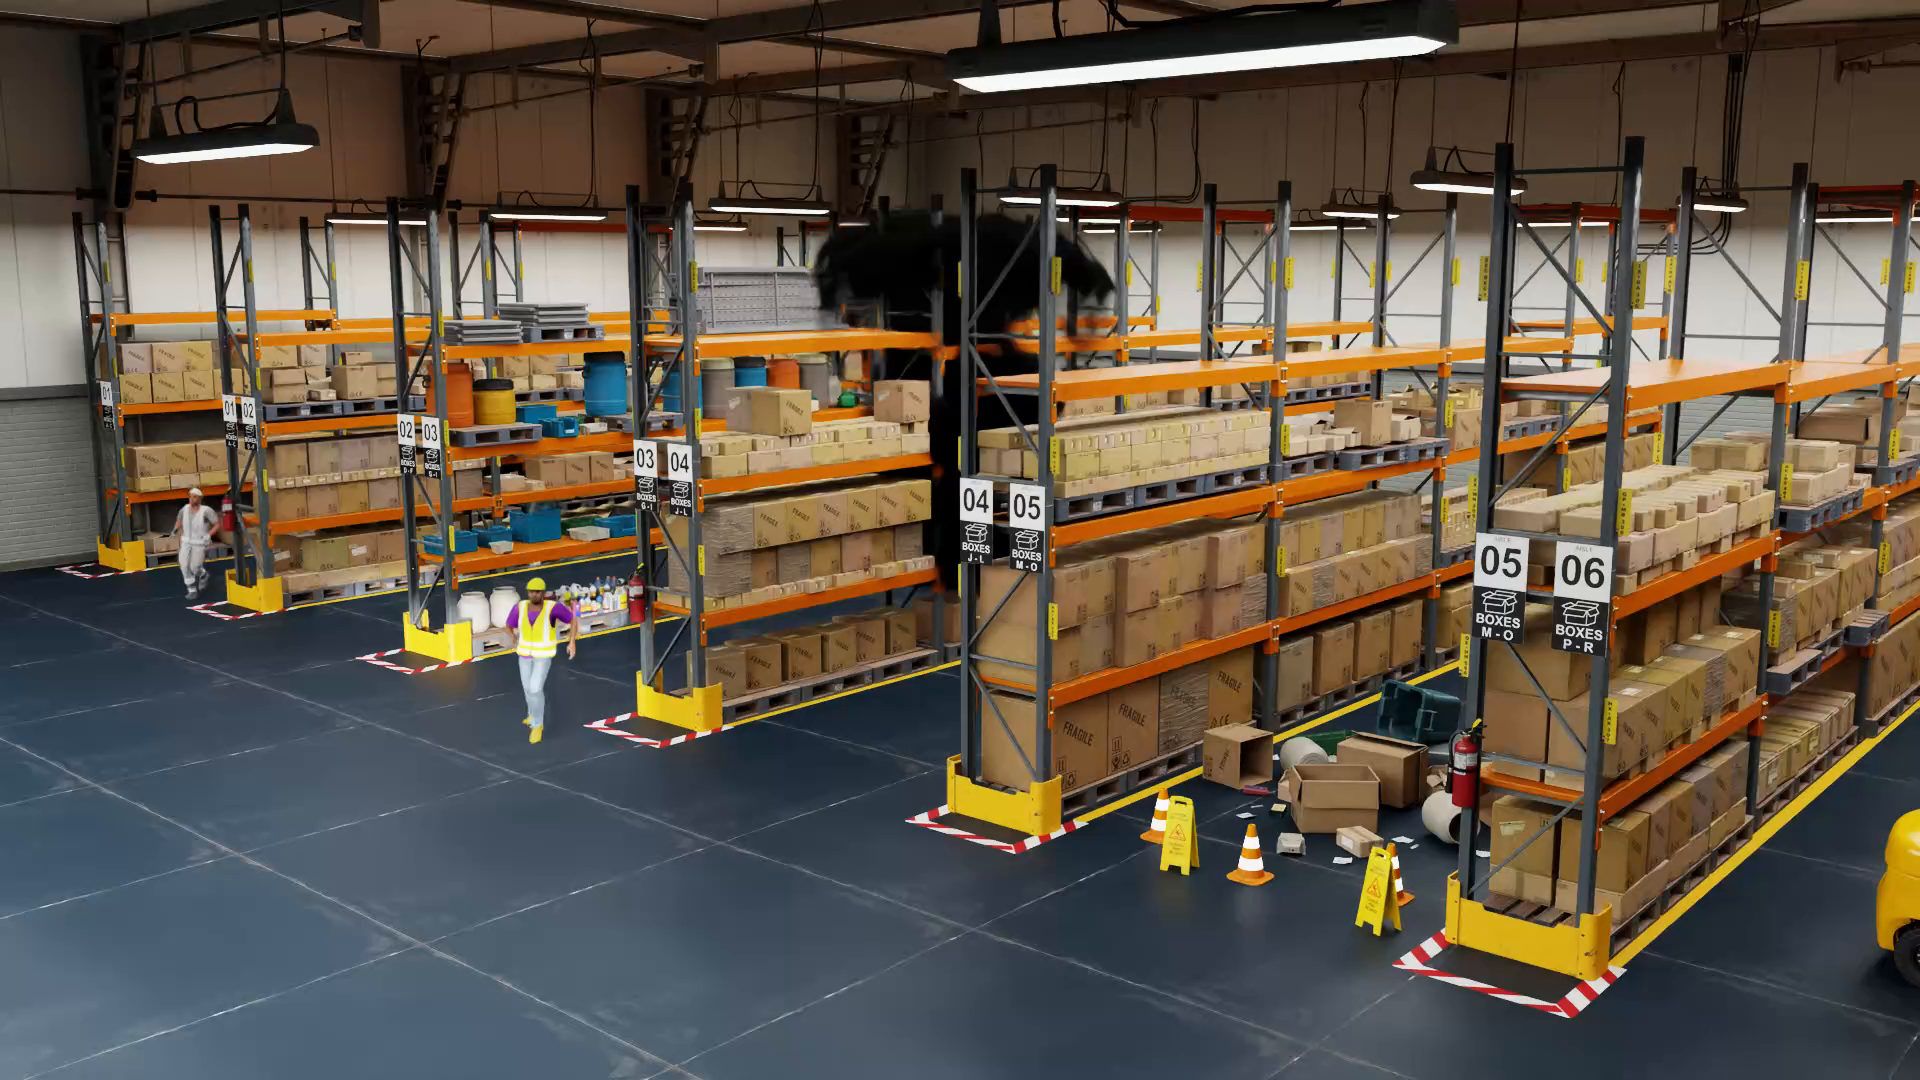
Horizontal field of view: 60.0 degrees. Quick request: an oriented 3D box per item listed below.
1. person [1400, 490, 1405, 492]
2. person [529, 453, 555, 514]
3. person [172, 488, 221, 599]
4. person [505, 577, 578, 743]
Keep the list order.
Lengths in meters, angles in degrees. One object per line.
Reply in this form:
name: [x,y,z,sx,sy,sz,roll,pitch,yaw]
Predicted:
person: [6.975,0.053,26.047,0.678,1.714,0.834,6,11,33]
person: [-7.682,-0.775,30.875,0.634,1.726,0.799,9,13,42]
person: [-11.846,0.050,25.806,0.685,1.732,0.645,1,10,7]
person: [-4.623,1.295,18.275,0.754,1.817,0.725,1,10,8]
